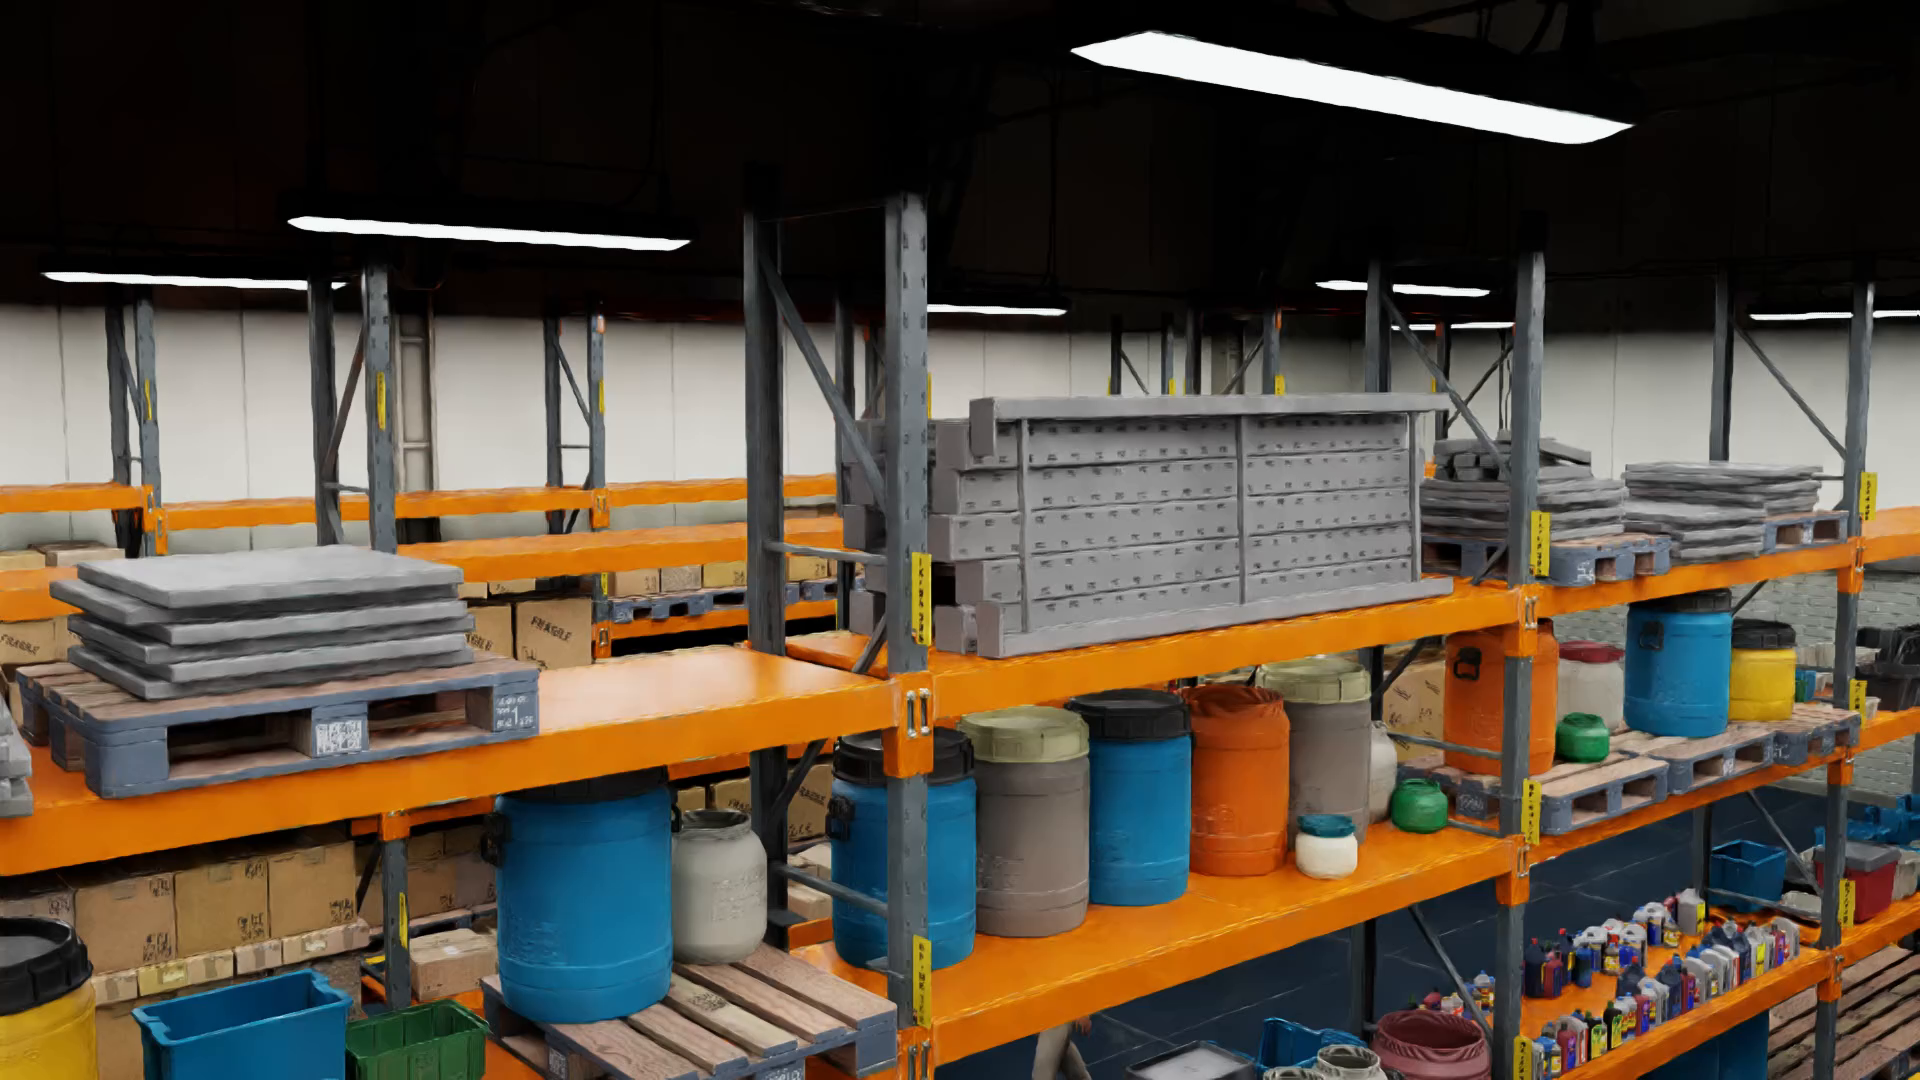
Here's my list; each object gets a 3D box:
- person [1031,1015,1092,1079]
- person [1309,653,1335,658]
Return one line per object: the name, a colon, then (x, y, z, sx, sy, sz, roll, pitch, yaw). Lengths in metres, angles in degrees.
person: (0.572, 3.223, 11.455, 1.115, 1.641, 0.547, -5, 7, -41)
person: (4.959, 2.065, 23.268, 0.701, 1.718, 0.849, 4, 7, 33)
